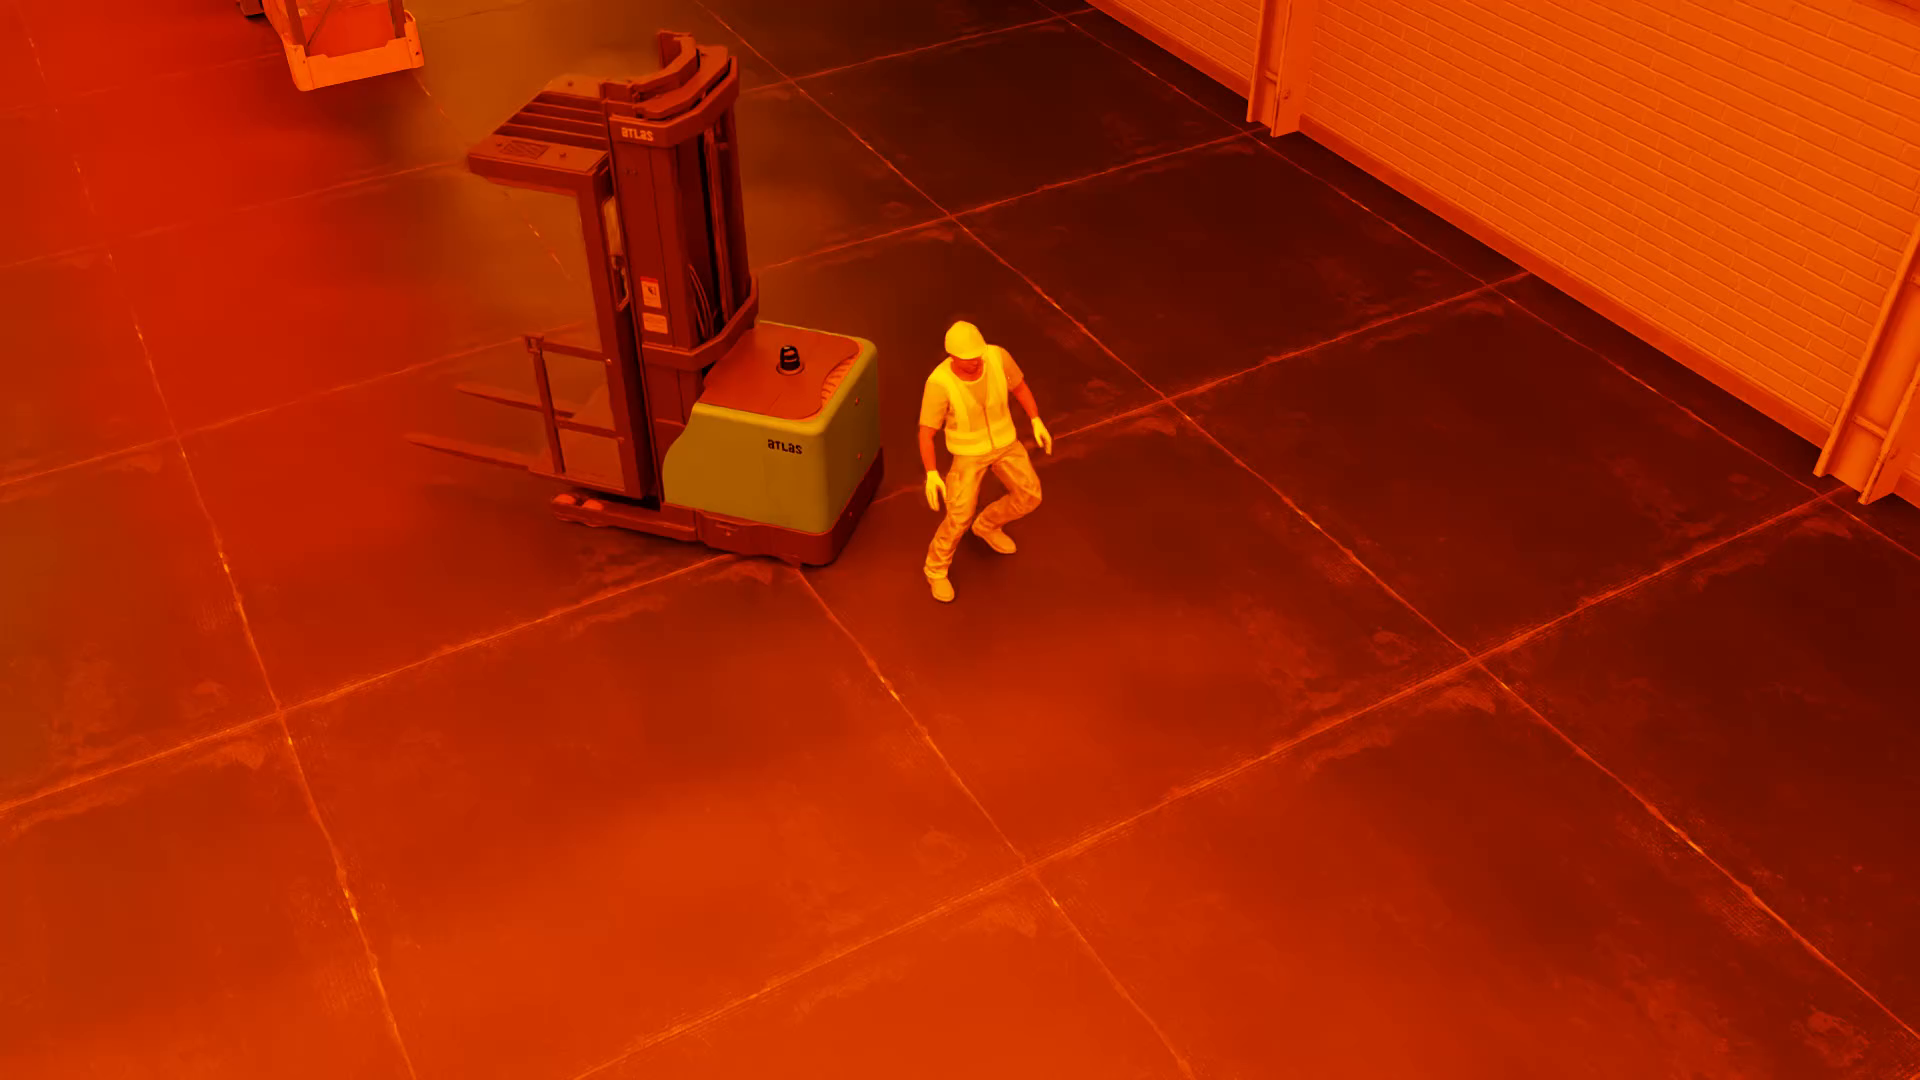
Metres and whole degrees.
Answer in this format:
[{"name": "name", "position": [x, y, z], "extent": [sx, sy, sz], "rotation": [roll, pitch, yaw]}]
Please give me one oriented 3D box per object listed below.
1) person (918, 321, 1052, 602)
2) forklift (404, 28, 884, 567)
[{"name": "person", "position": [0.096, -0.502, 9.642], "extent": [0.864, 1.663, 0.615], "rotation": [-18, 43, -21]}, {"name": "forklift", "position": [-2.065, -1.520, 9.868], "extent": [3.031, 2.935, 1.130], "rotation": [12, 41, 14]}]
